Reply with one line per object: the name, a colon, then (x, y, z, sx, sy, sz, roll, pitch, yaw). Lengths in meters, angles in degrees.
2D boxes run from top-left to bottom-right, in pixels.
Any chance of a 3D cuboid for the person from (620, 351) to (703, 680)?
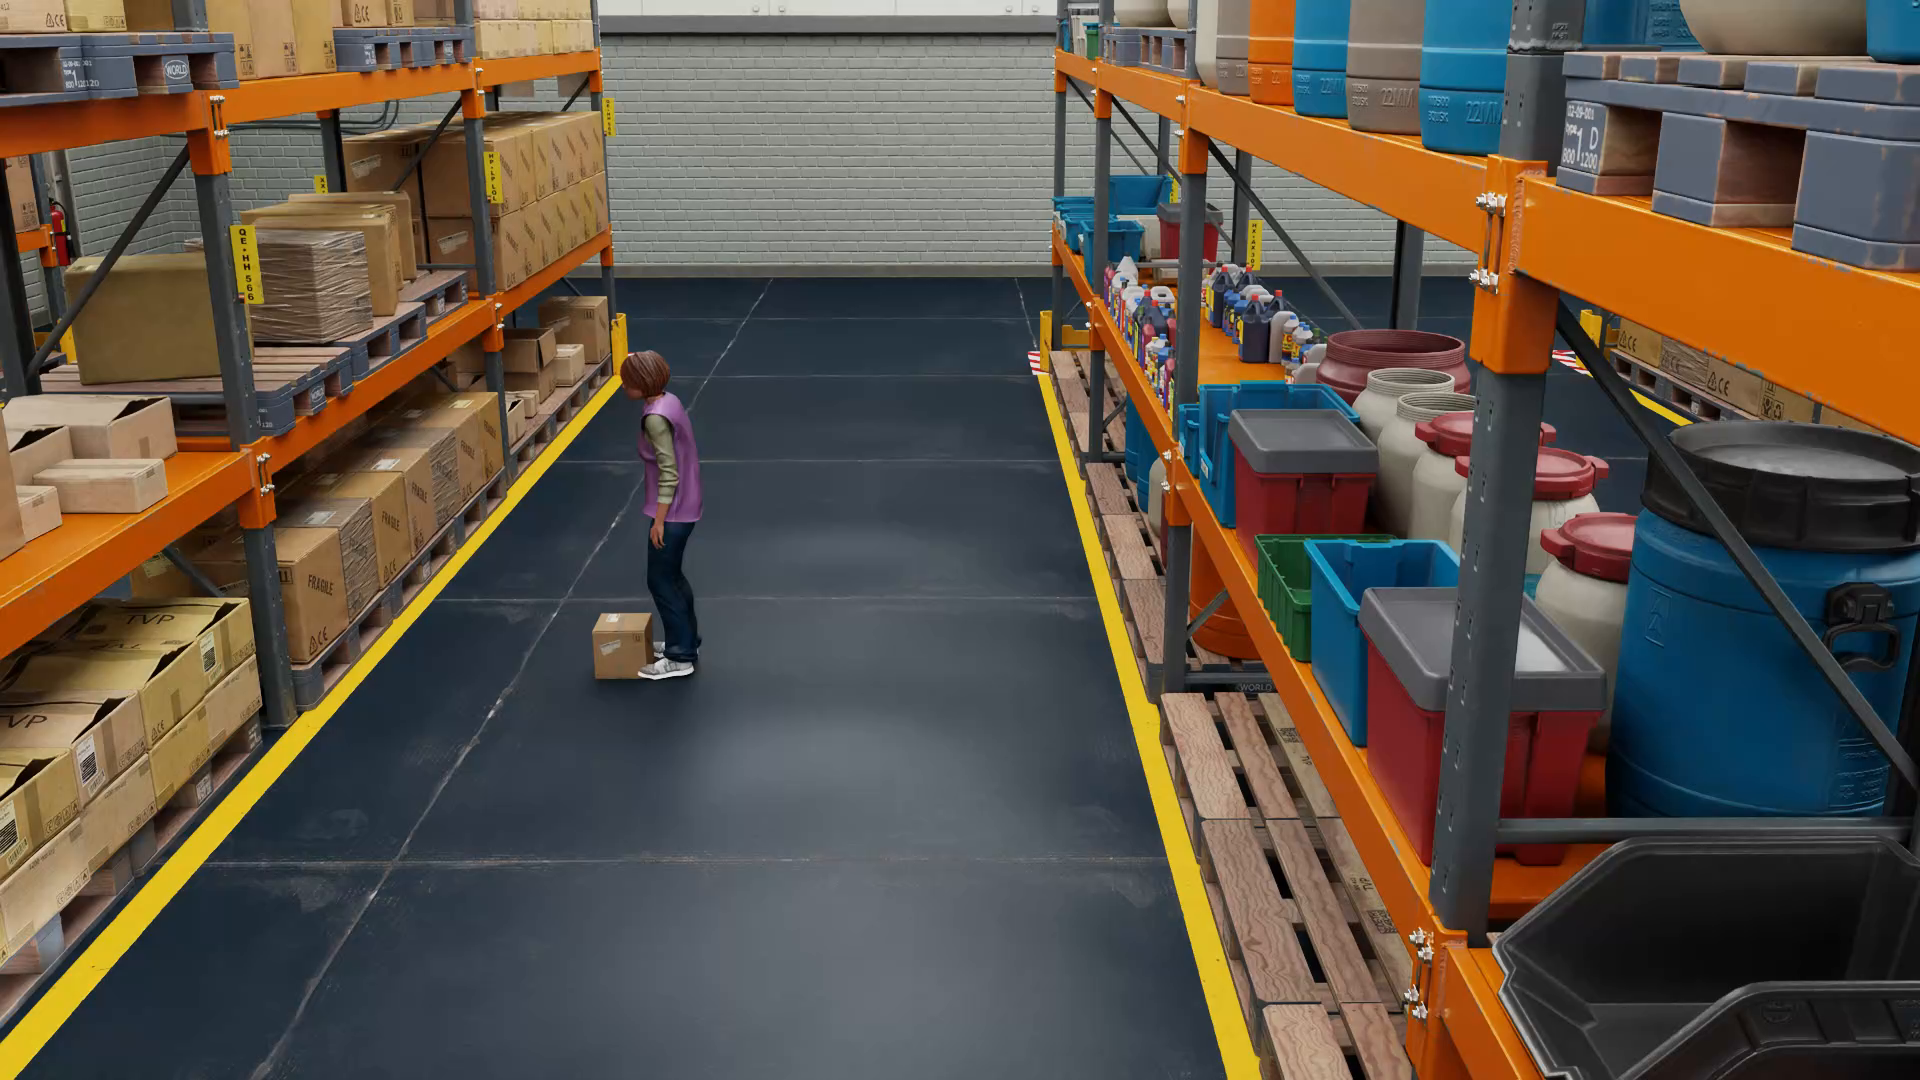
person: (-1.404, -0.124, 7.964, 0.347, 1.592, 0.484, -1, 17, -4)
